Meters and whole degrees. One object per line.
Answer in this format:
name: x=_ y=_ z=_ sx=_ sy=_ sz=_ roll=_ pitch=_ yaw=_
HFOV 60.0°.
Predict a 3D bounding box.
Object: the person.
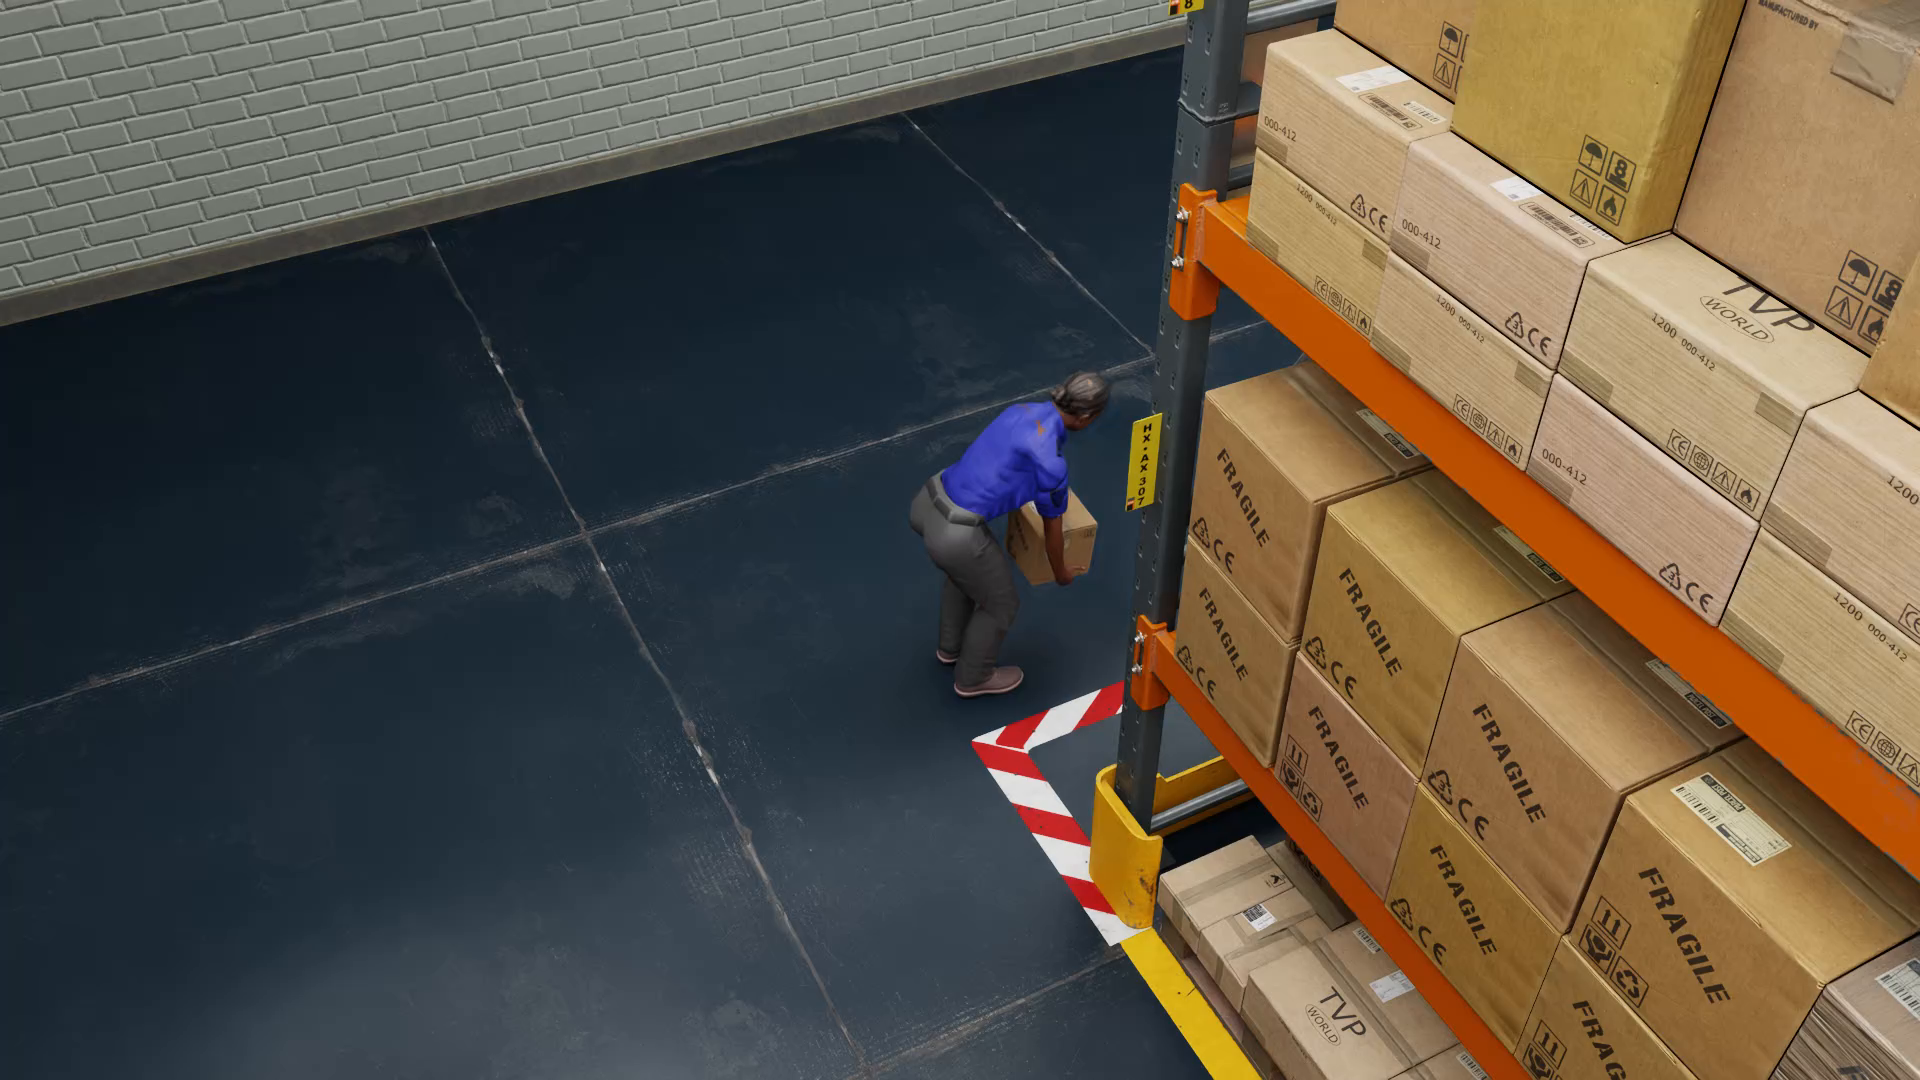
person: x=0.192 y=-0.012 z=6.391 sx=0.759 sy=1.381 sz=0.416 roll=-16 pitch=44 yaw=-17
